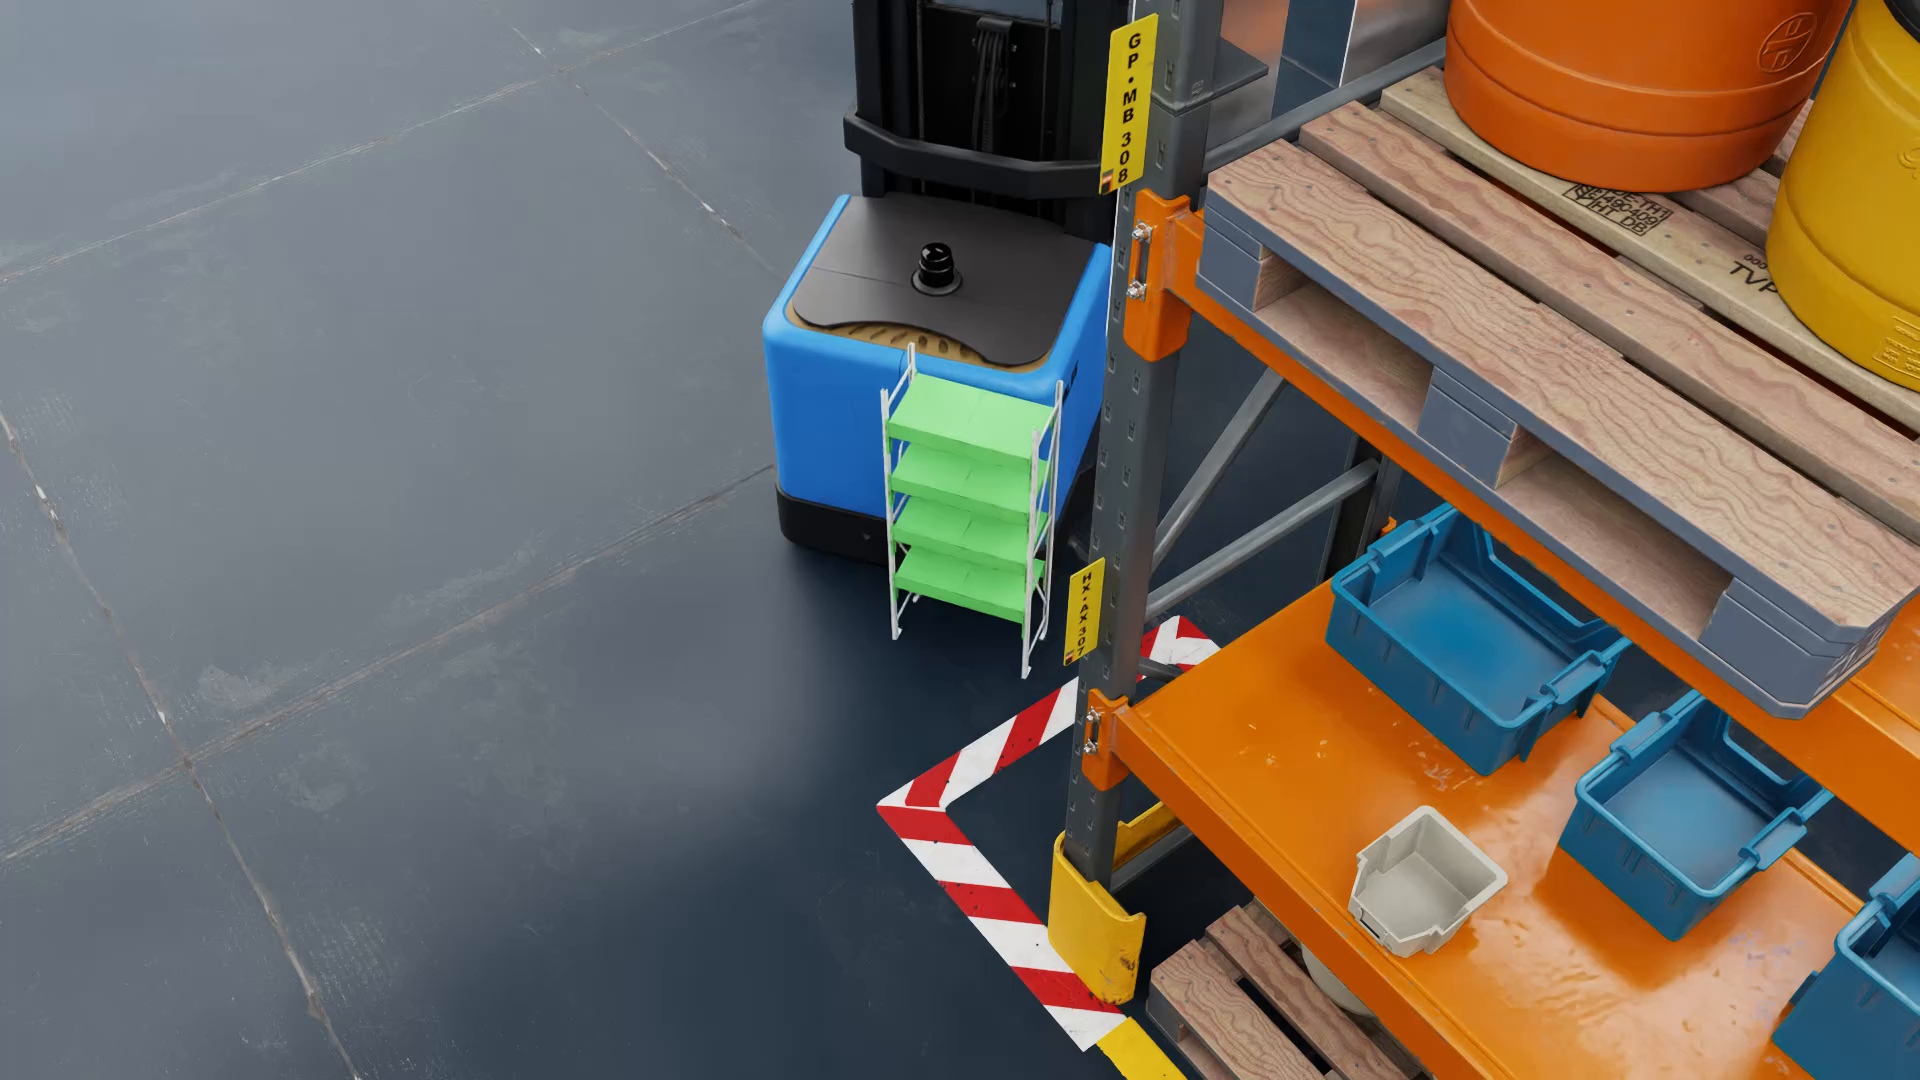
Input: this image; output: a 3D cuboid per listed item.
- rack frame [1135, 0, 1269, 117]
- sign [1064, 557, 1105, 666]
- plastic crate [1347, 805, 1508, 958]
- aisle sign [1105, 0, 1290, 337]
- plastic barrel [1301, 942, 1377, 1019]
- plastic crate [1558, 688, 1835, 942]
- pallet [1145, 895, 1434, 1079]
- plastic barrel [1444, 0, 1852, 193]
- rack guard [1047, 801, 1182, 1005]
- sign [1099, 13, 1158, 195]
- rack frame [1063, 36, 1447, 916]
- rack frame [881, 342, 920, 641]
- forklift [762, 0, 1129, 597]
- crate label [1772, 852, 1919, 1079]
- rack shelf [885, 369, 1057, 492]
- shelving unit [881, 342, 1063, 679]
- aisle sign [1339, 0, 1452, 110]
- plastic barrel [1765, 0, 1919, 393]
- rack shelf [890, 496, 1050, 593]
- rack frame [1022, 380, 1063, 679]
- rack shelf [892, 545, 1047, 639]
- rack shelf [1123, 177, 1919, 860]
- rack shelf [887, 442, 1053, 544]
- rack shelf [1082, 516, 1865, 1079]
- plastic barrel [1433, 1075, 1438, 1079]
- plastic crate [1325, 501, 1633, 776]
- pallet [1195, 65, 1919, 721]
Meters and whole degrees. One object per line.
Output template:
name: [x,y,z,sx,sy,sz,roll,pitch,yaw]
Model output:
rack frame: [0.730,-1.996,1.985,1.000,3.000,0.127,-29,54,-24]
sign: [0.290,0.171,3.884,0.100,0.325,0.005,-29,54,-24]
plastic crate: [1.016,0.780,3.696,0.298,0.136,0.250,-29,54,-24]
aisle sign: [0.453,-0.765,3.164,0.394,0.787,0.004,-29,54,-24]
plastic barrel: [1.189,1.068,4.653,0.421,0.512,0.421,0,48,0]
plastic crate: [1.660,0.616,3.768,0.499,0.251,0.408,-29,54,-24]
pallet: [1.301,1.461,4.783,1.003,0.211,1.213,-29,54,-24]
plastic barrel: [1.125,-1.044,2.574,0.600,0.830,0.708,-29,54,-24]
rack guard: [0.813,0.883,5.112,1.175,0.500,0.348,-29,54,-24]
sign: [0.290,-0.747,2.872,0.100,0.325,0.005,-29,54,-24]
rack frame: [0.730,0.019,4.208,1.000,3.000,0.127,-29,54,-24]
rack frame: [-0.192,-0.129,5.557,0.015,1.200,0.240,16,50,14]
forklift: [0.259,-1.895,5.990,1.130,2.935,3.031,13,49,12]
crate label: [2.060,0.971,3.321,0.502,0.435,0.616,-29,54,-24]
rack shelf: [0.037,-0.344,5.191,0.480,0.148,0.258,16,50,14]
shelving unit: [0.037,-0.065,5.499,0.503,1.200,0.258,16,50,14]
aisle sign: [0.923,-1.030,3.404,0.394,0.787,0.004,-29,54,-24]
plastic barrel: [1.521,-0.577,2.314,0.600,0.588,0.600,0,48,0]
rack shelf: [0.037,-0.022,5.546,0.480,0.148,0.258,16,50,14]
rack frame: [0.265,-0.001,5.441,0.015,1.200,0.240,16,50,14]
rack shelf: [0.037,0.139,5.724,0.480,0.148,0.258,16,50,14]
rack shelf: [1.941,0.433,2.294,1.077,0.370,4.000,-29,54,-24]
rack shelf: [0.037,-0.183,5.368,0.480,0.148,0.258,16,50,14]
rack shelf: [1.941,1.440,3.405,1.077,0.370,4.000,-29,54,-24]
plastic barrel: [1.493,1.363,4.385,0.421,0.512,0.421,0,48,0]
plastic crate: [1.271,0.230,4.117,0.499,0.251,0.616,-29,54,-24]
pallet: [1.153,-0.393,2.685,1.003,0.211,1.213,-29,54,-24]
